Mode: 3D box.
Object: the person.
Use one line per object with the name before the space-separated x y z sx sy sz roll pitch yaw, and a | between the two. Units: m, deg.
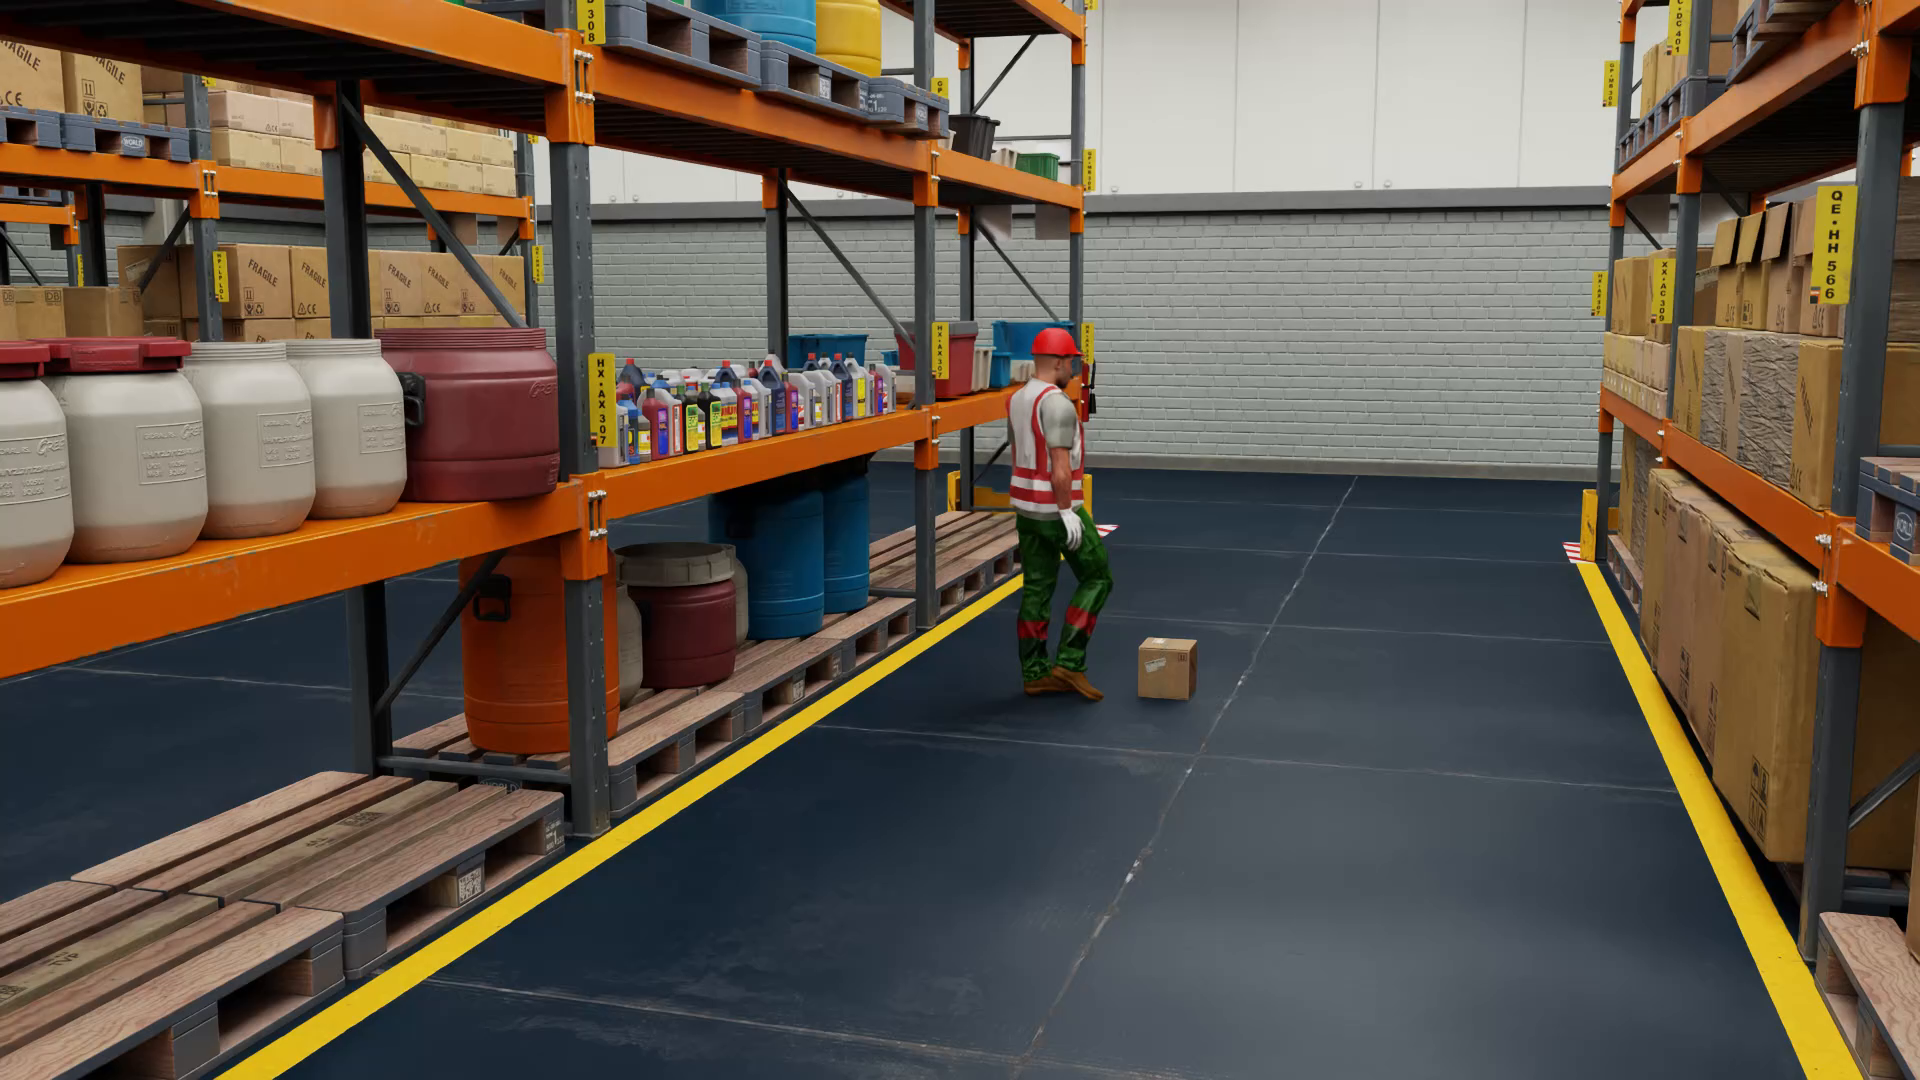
person | 0.472 -0.125 8.113 0.441 1.806 0.568 -5 9 -29
